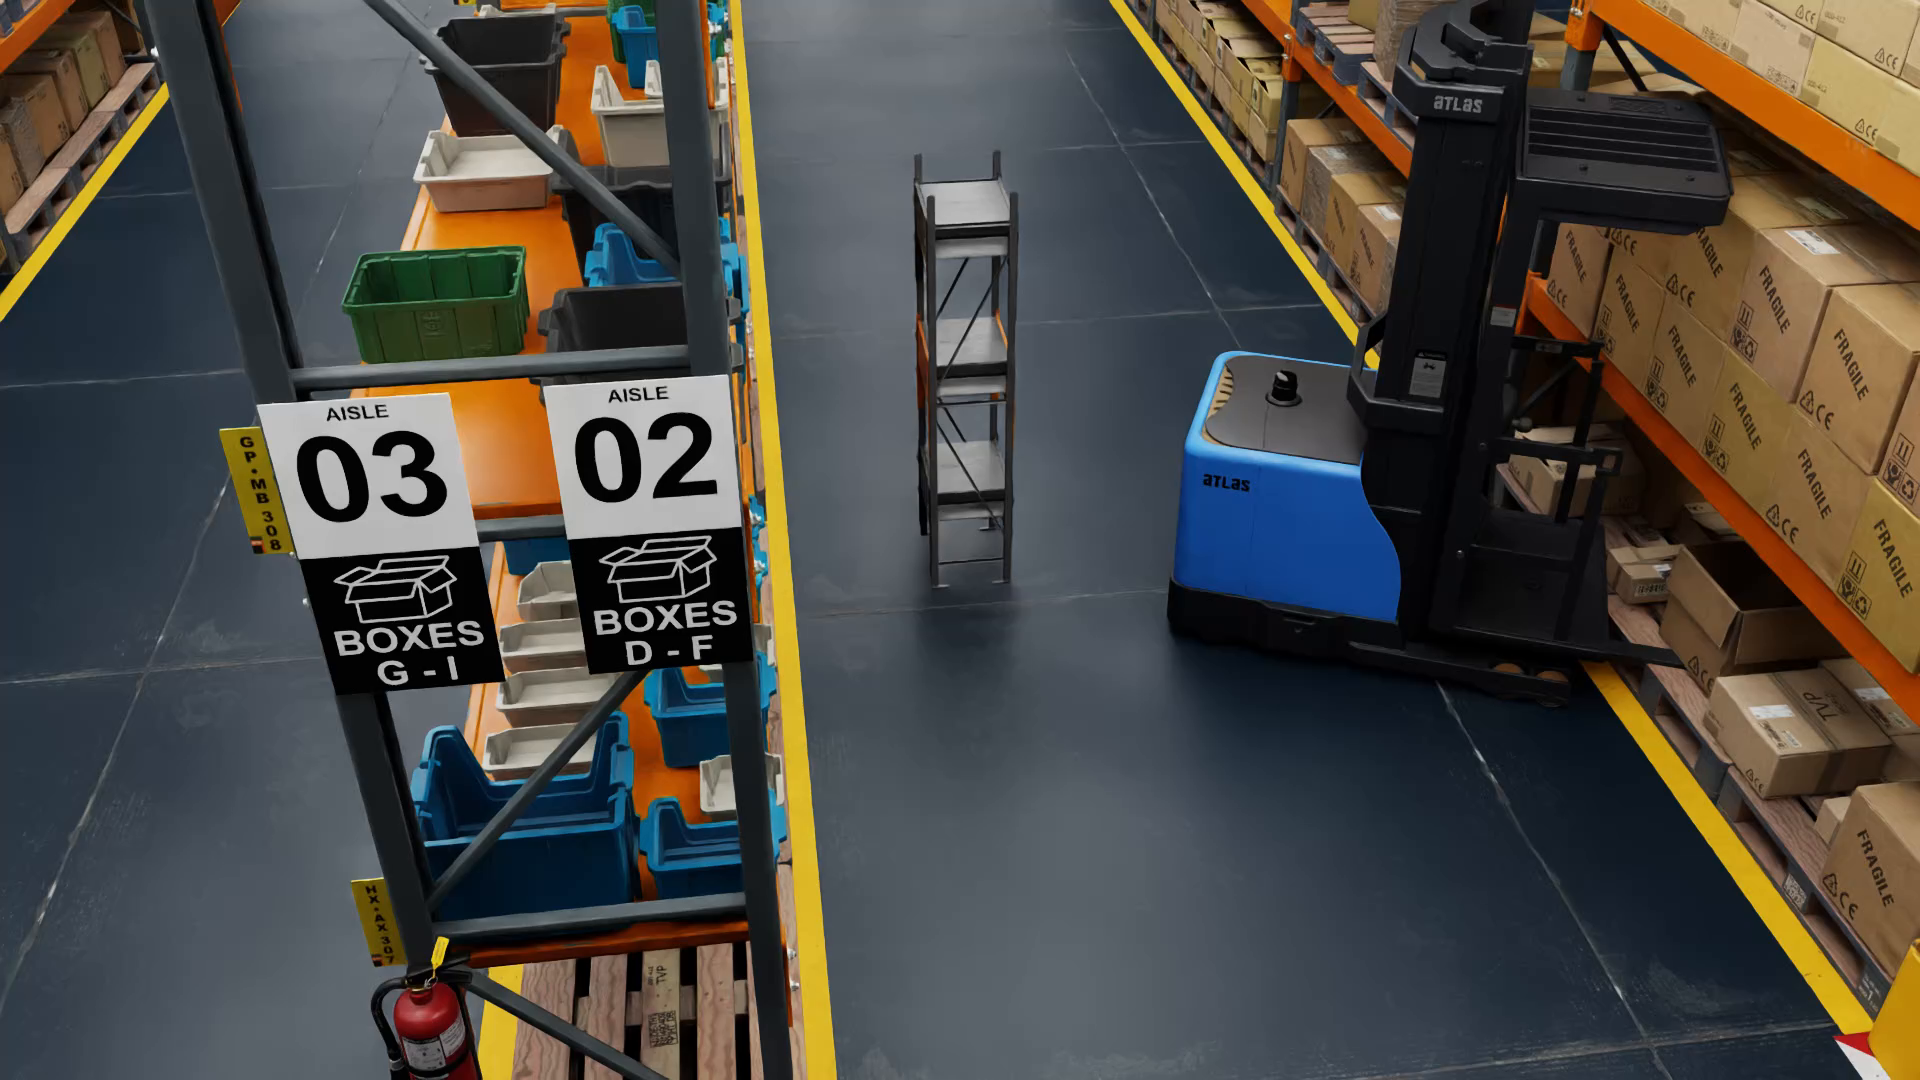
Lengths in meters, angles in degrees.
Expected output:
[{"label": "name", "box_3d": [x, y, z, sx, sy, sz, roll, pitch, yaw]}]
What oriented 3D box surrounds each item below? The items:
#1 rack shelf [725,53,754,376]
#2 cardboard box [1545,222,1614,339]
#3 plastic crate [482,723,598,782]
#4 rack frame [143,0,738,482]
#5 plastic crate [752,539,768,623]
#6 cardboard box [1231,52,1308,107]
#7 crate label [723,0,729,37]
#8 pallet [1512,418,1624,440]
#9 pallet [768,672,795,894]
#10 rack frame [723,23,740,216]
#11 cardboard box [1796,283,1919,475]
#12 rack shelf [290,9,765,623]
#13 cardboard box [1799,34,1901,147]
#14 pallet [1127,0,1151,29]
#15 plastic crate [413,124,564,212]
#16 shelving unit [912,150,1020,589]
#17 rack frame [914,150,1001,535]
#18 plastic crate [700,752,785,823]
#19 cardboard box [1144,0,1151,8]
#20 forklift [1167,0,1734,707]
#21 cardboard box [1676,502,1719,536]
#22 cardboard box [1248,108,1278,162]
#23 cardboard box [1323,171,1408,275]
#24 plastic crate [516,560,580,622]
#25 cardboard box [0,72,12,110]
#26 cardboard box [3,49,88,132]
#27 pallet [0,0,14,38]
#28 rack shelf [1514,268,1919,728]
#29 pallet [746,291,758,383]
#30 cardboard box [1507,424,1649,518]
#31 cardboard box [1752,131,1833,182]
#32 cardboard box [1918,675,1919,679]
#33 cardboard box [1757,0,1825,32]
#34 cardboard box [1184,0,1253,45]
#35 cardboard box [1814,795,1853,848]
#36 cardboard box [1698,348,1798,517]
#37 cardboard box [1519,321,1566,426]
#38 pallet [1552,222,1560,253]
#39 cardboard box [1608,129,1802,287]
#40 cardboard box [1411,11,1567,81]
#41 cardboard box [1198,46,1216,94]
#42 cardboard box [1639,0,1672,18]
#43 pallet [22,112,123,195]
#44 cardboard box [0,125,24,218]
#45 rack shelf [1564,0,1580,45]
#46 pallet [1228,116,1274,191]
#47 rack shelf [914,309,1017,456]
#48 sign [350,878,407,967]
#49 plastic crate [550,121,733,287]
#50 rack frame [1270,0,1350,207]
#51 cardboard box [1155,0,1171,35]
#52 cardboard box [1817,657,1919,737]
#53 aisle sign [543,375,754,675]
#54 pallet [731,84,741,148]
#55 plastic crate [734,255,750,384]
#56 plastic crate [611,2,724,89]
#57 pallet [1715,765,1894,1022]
[{"label": "rack shelf", "box_3d": [-1.808, -2.011, 9.677, 1.077, 0.370, 4.000, -4, 35, -6]}, {"label": "cardboard box", "box_3d": [3.168, -1.302, 7.908, 0.500, 0.500, 0.500, -4, 34, -5]}, {"label": "plastic crate", "box_3d": [-1.291, 0.682, 5.266, 0.396, 0.136, 0.243, -4, 35, -6]}, {"label": "rack frame", "box_3d": [-1.001, -1.440, 2.872, 1.000, 3.000, 0.127, -4, 35, -6]}, {"label": "plastic crate", "box_3d": [-0.885, 0.186, 5.908, 0.416, 0.233, 0.300, -4, 35, -6]}, {"label": "cardboard box", "box_3d": [2.441, -3.630, 12.984, 0.500, 0.311, 0.500, -5, 35, -7]}, {"label": "crate label", "box_3d": [-1.763, -3.619, 11.546, 0.303, 0.233, 0.416, -4, 35, -6]}, {"label": "pallet", "box_3d": [3.223, -0.864, 9.831, 1.003, 0.211, 1.213, -4, 35, -6]}, {"label": "pallet", "box_3d": [-1.235, 1.049, 7.023, 1.003, 0.211, 1.213, -4, 35, -6]}, {"label": "rack frame", "box_3d": [-2.077, -3.425, 11.112, 1.000, 3.000, 0.127, -4, 35, -6]}, {"label": "cardboard box", "box_3d": [3.432, -0.586, 5.970, 0.500, 0.500, 0.500, -3, 34, -5]}, {"label": "rack shelf", "box_3d": [-1.270, -1.019, 5.557, 1.077, 0.370, 4.000, -4, 35, -6]}, {"label": "cardboard box", "box_3d": [3.389, -1.616, 5.927, 0.500, 0.250, 0.500, -4, 35, -6]}, {"label": "pallet", "box_3d": [2.228, -5.325, 16.376, 1.003, 0.211, 1.213, -4, 35, -6]}, {"label": "plastic crate", "box_3d": [-1.525, -1.225, 5.455, 0.437, 0.136, 0.530, -4, 35, -6]}, {"label": "shelving unit", "box_3d": [0.022, -0.775, 8.023, 0.431, 2.100, 0.503, -4, 35, -6]}, {"label": "rack frame", "box_3d": [-0.011, -0.911, 8.223, 0.400, 2.100, 0.015, -4, 35, -6]}, {"label": "plastic crate", "box_3d": [-0.670, 0.776, 5.129, 0.250, 0.136, 0.298, -4, 35, -6]}, {"label": "cardboard box", "box_3d": [2.015, -5.310, 15.946, 0.500, 0.250, 0.500, -4, 35, -6]}, {"label": "forklift", "box_3d": [2.579, -0.780, 7.292, 3.031, 2.935, 1.130, 9, 35, 14]}, {"label": "cardboard box", "box_3d": [3.837, -0.068, 8.327, 0.380, 0.149, 0.250, -4, 35, -6]}, {"label": "cardboard box", "box_3d": [2.519, -3.110, 12.719, 0.500, 0.250, 0.500, -4, 34, -5]}, {"label": "cardboard box", "box_3d": [2.748, -2.099, 10.996, 0.500, 0.500, 0.500, -5, 35, -7]}, {"label": "plastic crate", "box_3d": [-1.435, 0.202, 5.971, 0.298, 0.136, 0.250, -4, 35, -6]}, {"label": "cardboard box", "box_3d": [-7.187, -3.175, 11.909, 0.500, 0.250, 0.500, -1, 34, -1]}, {"label": "cardboard box", "box_3d": [-7.341, -3.507, 13.061, 0.700, 0.500, 0.500, -7, 35, -10]}, {"label": "pallet", "box_3d": [-7.187, -3.360, 11.187, 1.213, 0.211, 1.003, -4, 35, -6]}, {"label": "rack shelf", "box_3d": [3.638, -0.152, 6.949, 1.077, 0.370, 4.000, -4, 35, -6]}, {"label": "pallet", "box_3d": [-1.769, -1.156, 10.259, 1.003, 0.211, 1.213, -4, 35, -6]}, {"label": "cardboard box", "box_3d": [3.212, -0.386, 8.649, 0.500, 0.311, 0.500, -4, 35, -6]}, {"label": "cardboard box", "box_3d": [3.766, -1.472, 7.270, 0.500, 0.500, 0.500, -5, 35, -7]}, {"label": "cardboard box", "box_3d": [3.577, 0.396, 5.417, 0.500, 0.500, 0.500, -3, 34, -5]}, {"label": "cardboard box", "box_3d": [3.313, -2.101, 6.195, 0.500, 0.250, 0.500, -4, 35, -6]}, {"label": "cardboard box", "box_3d": [2.235, -4.481, 14.233, 0.500, 0.311, 0.500, -5, 35, -8]}, {"label": "cardboard box", "box_3d": [3.625, 1.138, 6.542, 0.380, 0.166, 0.250, -4, 35, -6]}, {"label": "cardboard box", "box_3d": [3.375, -0.454, 6.663, 0.500, 0.500, 0.500, -5, 35, -7]}, {"label": "cardboard box", "box_3d": [3.019, -0.968, 9.336, 0.500, 0.500, 0.500, -5, 35, -7]}, {"label": "pallet", "box_3d": [3.370, -1.941, 9.104, 1.003, 0.211, 1.213, -4, 35, -6]}, {"label": "cardboard box", "box_3d": [3.224, -1.448, 7.235, 0.500, 0.500, 0.500, -5, 35, -8]}, {"label": "cardboard box", "box_3d": [3.071, -2.762, 9.677, 0.700, 0.500, 0.500, -13, 36, -18]}, {"label": "cardboard box", "box_3d": [2.310, -3.965, 13.974, 0.500, 0.250, 0.500, -4, 34, -5]}, {"label": "cardboard box", "box_3d": [3.190, -2.453, 7.156, 0.500, 0.250, 0.500, -4, 35, -6]}, {"label": "pallet", "box_3d": [-7.250, -3.013, 12.984, 1.003, 0.211, 1.213, -4, 35, -6]}, {"label": "cardboard box", "box_3d": [-7.095, -2.571, 11.688, 0.700, 0.500, 0.500, -6, 35, -9]}, {"label": "rack shelf", "box_3d": [3.100, -3.624, 9.380, 1.077, 0.370, 4.000, -4, 35, -6]}, {"label": "pallet", "box_3d": [2.759, -3.108, 13.123, 1.003, 0.211, 1.213, -4, 35, -6]}, {"label": "rack shelf", "box_3d": [0.022, -0.764, 8.031, 0.431, 0.518, 0.480, -4, 35, -6]}, {"label": "sign", "box_3d": [-1.544, 1.023, 4.441, 0.100, 0.325, 0.005, -4, 35, -6]}, {"label": "plastic crate", "box_3d": [-0.935, -1.048, 5.015, 0.504, 0.338, 0.767, -4, 35, -6]}, {"label": "rack frame", "box_3d": [2.832, -3.798, 11.659, 1.000, 3.000, 0.127, -4, 35, -6]}, {"label": "cardboard box", "box_3d": [2.102, -4.823, 15.233, 0.500, 0.250, 0.500, -5, 35, -8]}, {"label": "cardboard box", "box_3d": [3.981, 0.738, 7.055, 0.500, 0.250, 0.500, -4, 35, -6]}, {"label": "aisle sign", "box_3d": [-0.697, -0.017, 3.803, 0.394, 0.787, 0.004, -4, 35, -6]}, {"label": "pallet", "box_3d": [-2.304, -3.387, 13.533, 1.003, 0.211, 1.213, -4, 35, -6]}, {"label": "plastic crate", "box_3d": [-1.139, -0.976, 7.480, 0.392, 0.384, 0.575, -4, 35, -6]}, {"label": "plastic crate", "box_3d": [-1.101, -1.879, 6.329, 0.416, 0.233, 0.300, -4, 35, -6]}, {"label": "pallet", "box_3d": [3.789, 1.332, 6.609, 1.003, 0.211, 1.213, -4, 35, -6]}]
